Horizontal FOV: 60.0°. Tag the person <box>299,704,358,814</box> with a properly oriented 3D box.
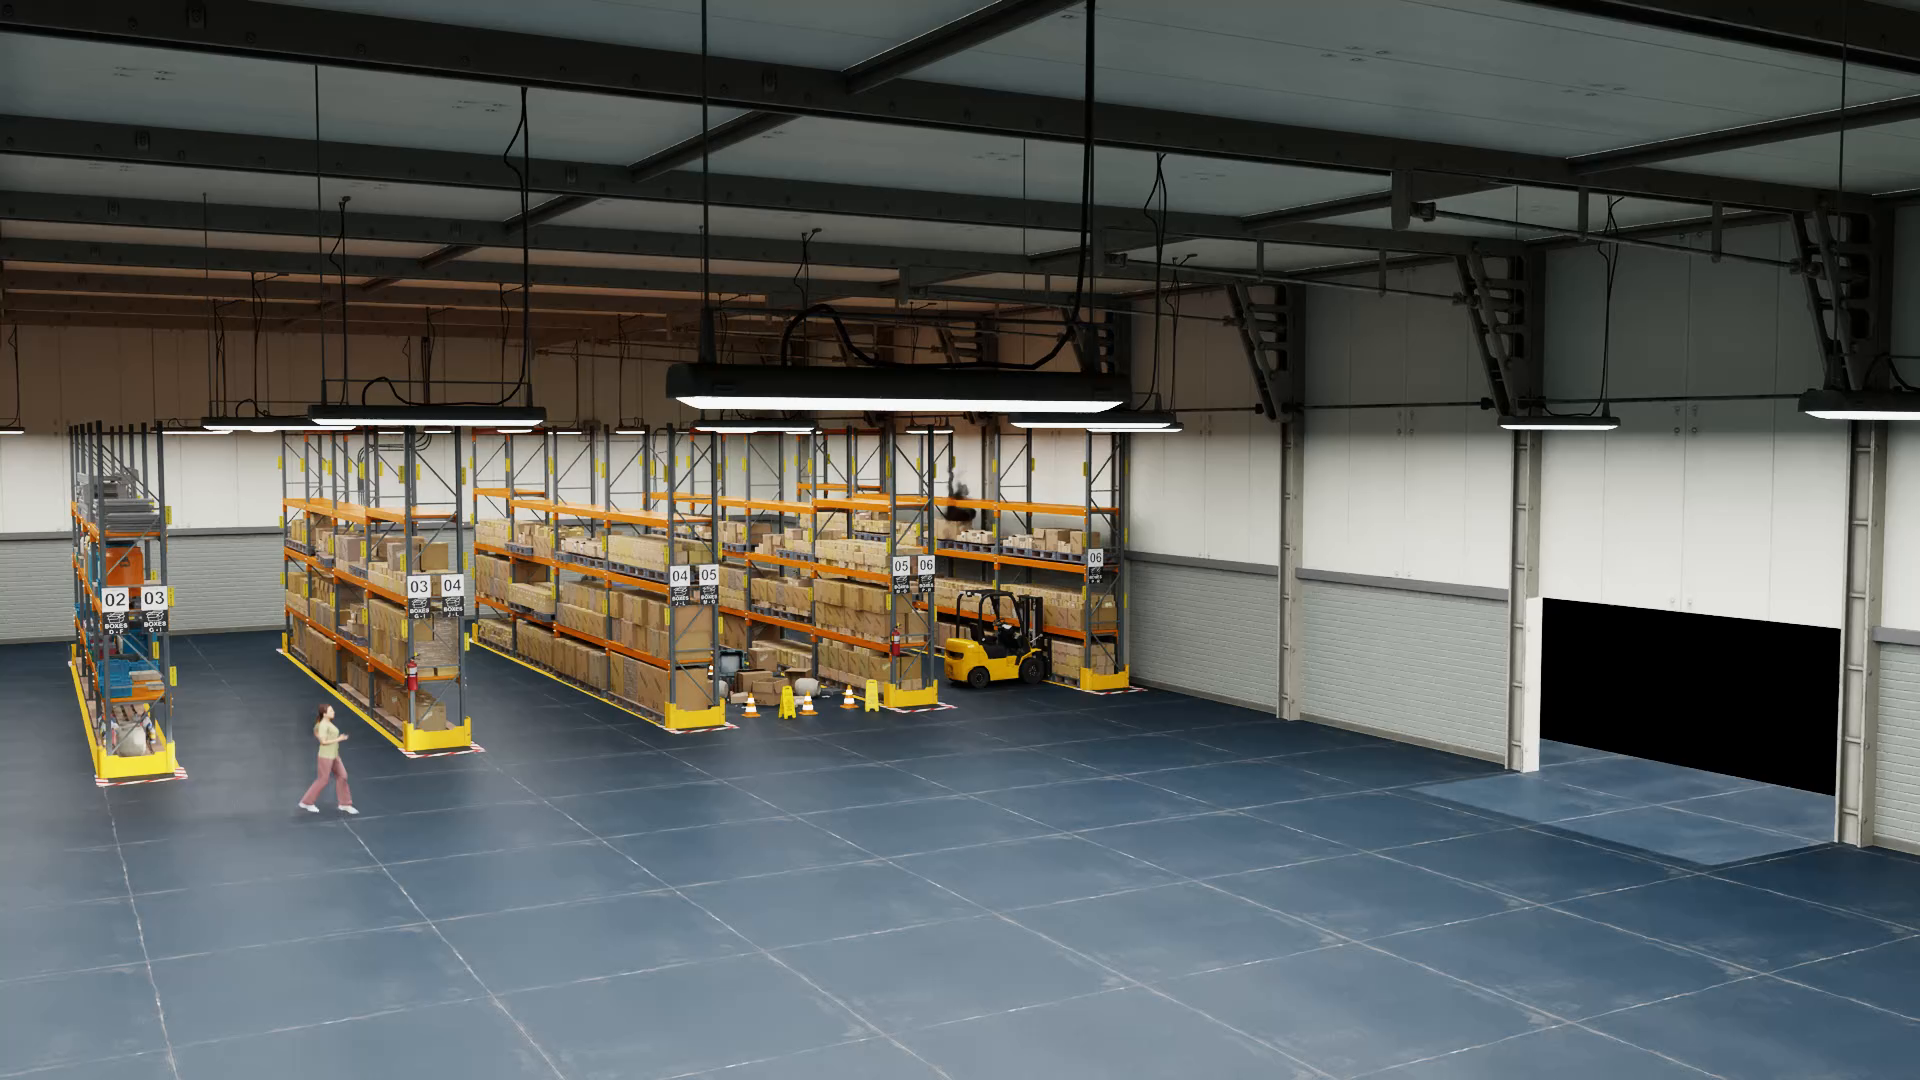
[{"bbox_3d":[-9.557,3.316,25.114,0.841,1.705,0.566,0,4,-6],"label":"person"}]

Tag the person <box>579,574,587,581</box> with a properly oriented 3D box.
[{"bbox_3d":[-11.190,1.843,49.556,0.876,1.621,0.604,-2,4,-28],"label":"person"}]
